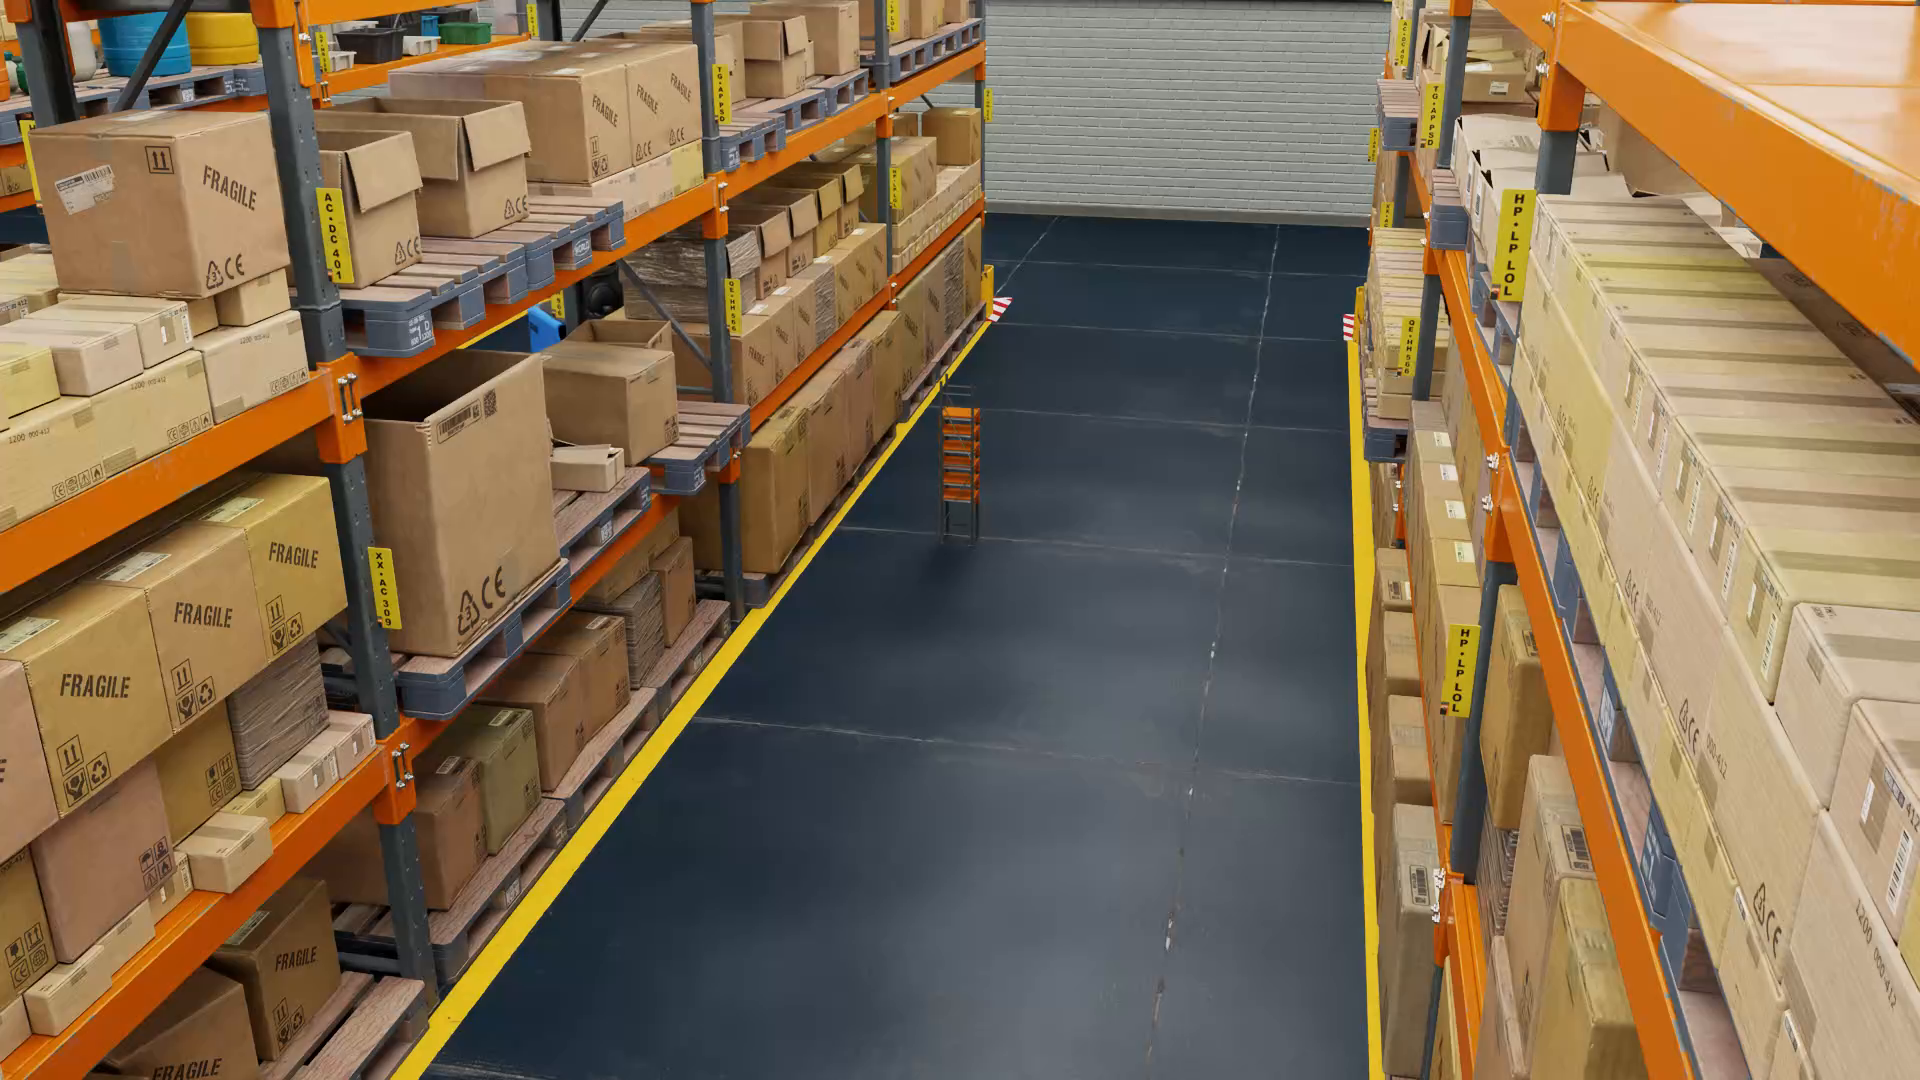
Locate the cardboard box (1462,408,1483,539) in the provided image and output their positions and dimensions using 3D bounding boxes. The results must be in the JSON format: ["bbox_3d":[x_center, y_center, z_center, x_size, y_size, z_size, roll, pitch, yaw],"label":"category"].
[{"bbox_3d":[2.551,-0.290,7.087,0.700,0.500,0.500,4,22,10],"label":"cardboard box"}]

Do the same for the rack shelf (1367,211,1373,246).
[{"bbox_3d":[4.185,-2.364,14.671,1.077,0.370,4.000,4,22,11],"label":"rack shelf"}]

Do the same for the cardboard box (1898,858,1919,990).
[{"bbox_3d":[1.064,0.388,1.434,0.380,0.149,0.250,5,22,11],"label":"cardboard box"}]

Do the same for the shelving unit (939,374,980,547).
[{"bbox_3d":[-0.003,-0.551,11.616,0.258,1.200,0.189,4,22,11],"label":"shelving unit"}]

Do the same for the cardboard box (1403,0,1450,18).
[{"bbox_3d":[3.811,-4.315,13.535,0.380,0.149,0.250,4,22,11],"label":"cardboard box"}]

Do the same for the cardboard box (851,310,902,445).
[{"bbox_3d":[-1.169,-1.355,13.484,1.225,0.875,0.875,5,22,11],"label":"cardboard box"}]

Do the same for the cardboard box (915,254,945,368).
[{"bbox_3d":[-0.662,-2.155,15.471,0.875,0.875,0.875,4,22,11],"label":"cardboard box"}]

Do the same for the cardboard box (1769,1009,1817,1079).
[{"bbox_3d":[1.116,0.667,1.808,0.380,0.149,0.250,5,22,11],"label":"cardboard box"}]

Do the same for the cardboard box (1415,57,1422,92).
[{"bbox_3d":[3.391,-3.205,11.339,0.500,0.311,0.500,4,22,10],"label":"cardboard box"}]

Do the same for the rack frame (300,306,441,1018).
[{"bbox_3d":[-2.691,0.545,6.486,1.000,3.000,0.127,4,22,11],"label":"rack frame"}]

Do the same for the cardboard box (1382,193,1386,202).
[{"bbox_3d":[3.706,-2.539,13.610,0.500,0.500,0.500,4,22,9],"label":"cardboard box"}]

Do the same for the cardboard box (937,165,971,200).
[{"bbox_3d":[-0.185,-3.530,16.405,0.500,0.250,0.500,4,22,10],"label":"cardboard box"}]

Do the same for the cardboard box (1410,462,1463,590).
[{"bbox_3d":[2.400,-0.035,7.793,0.500,0.500,0.500,4,22,11],"label":"cardboard box"}]

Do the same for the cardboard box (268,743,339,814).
[{"bbox_3d":[-2.507,0.853,6.057,0.380,0.149,0.250,4,22,11],"label":"cardboard box"}]

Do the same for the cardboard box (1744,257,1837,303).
[{"bbox_3d":[2.295,-0.542,4.275,0.500,0.250,0.500,4,22,10],"label":"cardboard box"}]

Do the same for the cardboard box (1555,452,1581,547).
[{"bbox_3d":[1.531,-0.077,3.655,0.380,0.149,0.250,4,22,10],"label":"cardboard box"}]

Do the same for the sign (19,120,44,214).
[{"bbox_3d":[-3.235,-1.310,5.858,0.100,0.325,0.005,4,22,11],"label":"sign"}]

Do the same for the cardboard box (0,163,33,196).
[{"bbox_3d":[-10.077,-3.906,17.403,0.500,0.500,0.500,4,22,10],"label":"cardboard box"}]

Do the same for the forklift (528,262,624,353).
[{"bbox_3d":[-2.416,-1.957,12.790,1.130,2.935,3.031,-13,25,-29],"label":"forklift"}]

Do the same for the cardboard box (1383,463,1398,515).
[{"bbox_3d":[2.936,-0.342,10.468,0.500,0.250,0.500,5,22,12],"label":"cardboard box"}]

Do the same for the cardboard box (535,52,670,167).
[{"bbox_3d":[-1.821,-2.206,8.498,0.500,0.500,0.500,4,22,11],"label":"cardboard box"}]

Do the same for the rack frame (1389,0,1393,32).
[{"bbox_3d":[4.593,-6.212,15.232,1.000,3.000,0.127,4,22,11],"label":"rack frame"}]

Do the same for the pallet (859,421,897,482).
[{"bbox_3d":[-1.142,-0.800,13.557,1.003,0.211,1.213,4,22,11],"label":"pallet"}]

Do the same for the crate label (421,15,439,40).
[{"bbox_3d":[-5.596,-5.231,17.012,0.408,0.251,0.502,4,22,11],"label":"crate label"}]

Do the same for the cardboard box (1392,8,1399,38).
[{"bbox_3d":[4.029,-4.467,14.447,0.500,0.250,0.500,5,22,12],"label":"cardboard box"}]

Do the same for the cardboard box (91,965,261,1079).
[{"bbox_3d":[-2.921,1.863,5.998,0.500,0.500,0.500,12,25,28],"label":"cardboard box"}]

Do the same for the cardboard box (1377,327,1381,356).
[{"bbox_3d":[2.771,-1.221,10.245,0.380,0.149,0.250,5,22,11],"label":"cardboard box"}]

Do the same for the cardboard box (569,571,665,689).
[{"bbox_3d":[-2.092,0.487,9.385,0.700,0.500,0.500,3,22,6],"label":"cardboard box"}]

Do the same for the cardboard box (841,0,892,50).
[{"bbox_3d":[-0.958,-4.351,13.797,0.700,0.500,0.500,3,22,8],"label":"cardboard box"}]

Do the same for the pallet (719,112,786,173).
[{"bbox_3d":[-1.795,-2.462,10.188,1.213,0.211,1.003,6,23,13],"label":"pallet"}]

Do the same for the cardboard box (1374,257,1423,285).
[{"bbox_3d":[3.035,-1.831,11.362,0.380,0.149,0.250,4,22,10],"label":"cardboard box"}]

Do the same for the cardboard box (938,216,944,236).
[{"bbox_3d":[-0.356,-2.918,15.419,0.380,0.149,0.250,4,22,9],"label":"cardboard box"}]

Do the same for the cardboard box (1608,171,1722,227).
[{"bbox_3d":[2.733,-1.279,6.482,0.396,0.266,0.258,4,22,11],"label":"cardboard box"}]

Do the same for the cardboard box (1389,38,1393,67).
[{"bbox_3d":[4.139,-4.414,14.984,0.500,0.250,0.500,5,23,13],"label":"cardboard box"}]

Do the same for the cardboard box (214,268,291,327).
[{"bbox_3d":[-2.474,-0.821,5.530,0.380,0.149,0.250,5,23,13],"label":"cardboard box"}]

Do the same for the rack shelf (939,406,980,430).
[{"bbox_3d":[-0.003,-0.844,11.498,0.258,0.103,0.180,4,22,11],"label":"rack shelf"}]

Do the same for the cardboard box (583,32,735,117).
[{"bbox_3d":[-1.821,-2.781,10.028,0.797,0.503,0.637,6,23,14],"label":"cardboard box"}]

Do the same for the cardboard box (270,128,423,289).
[{"bbox_3d":[-2.498,-1.254,6.236,0.797,0.503,0.637,3,22,8],"label":"cardboard box"}]

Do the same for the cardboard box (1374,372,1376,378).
[{"bbox_3d":[3.608,-1.361,13.675,0.380,0.149,0.250,5,22,12],"label":"cardboard box"}]

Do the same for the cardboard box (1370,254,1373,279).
[{"bbox_3d":[3.195,-1.978,12.127,0.380,0.149,0.250,4,22,10],"label":"cardboard box"}]

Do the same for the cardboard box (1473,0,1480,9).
[{"bbox_3d":[4.429,-4.367,13.663,0.380,0.149,0.250,4,22,9],"label":"cardboard box"}]

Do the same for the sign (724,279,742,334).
[{"bbox_3d":[-1.341,-1.381,9.823,0.100,0.325,0.005,4,22,11],"label":"sign"}]

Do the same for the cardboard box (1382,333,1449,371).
[{"bbox_3d":[2.612,-1.072,9.477,0.380,0.149,0.250,4,22,9],"label":"cardboard box"}]

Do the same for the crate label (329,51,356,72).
[{"bbox_3d":[-5.524,-4.185,14.567,0.293,0.136,0.466,4,22,11],"label":"crate label"}]

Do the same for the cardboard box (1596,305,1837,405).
[{"bbox_3d":[1.479,-0.354,3.274,0.380,0.149,0.250,4,22,11],"label":"cardboard box"}]

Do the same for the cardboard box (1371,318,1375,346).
[{"bbox_3d":[2.930,-1.366,11.003,0.380,0.149,0.250,3,22,8],"label":"cardboard box"}]

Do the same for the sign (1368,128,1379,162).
[{"bbox_3d":[4.062,-3.872,16.294,0.100,0.325,0.005,4,22,11],"label":"sign"}]

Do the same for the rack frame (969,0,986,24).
[{"bbox_3d":[-0.242,-6.627,16.263,1.000,3.000,0.127,4,22,11],"label":"rack frame"}]

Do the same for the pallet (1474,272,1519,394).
[{"bbox_3d":[2.283,-0.682,5.773,0.805,0.209,1.217,4,22,9],"label":"pallet"}]

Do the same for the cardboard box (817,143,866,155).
[{"bbox_3d":[-1.120,-3.169,14.506,0.500,0.500,0.500,5,22,11],"label":"cardboard box"}]

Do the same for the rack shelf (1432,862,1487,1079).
[{"bbox_3d":[1.736,2.025,3.774,1.077,0.370,4.000,4,22,11],"label":"rack shelf"}]

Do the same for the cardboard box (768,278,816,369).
[{"bbox_3d":[-1.305,-1.498,11.424,0.500,0.500,0.500,4,22,10],"label":"cardboard box"}]

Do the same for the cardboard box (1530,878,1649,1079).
[{"bbox_3d":[1.692,1.113,3.429,0.875,0.550,0.500,4,22,11],"label":"cardboard box"}]

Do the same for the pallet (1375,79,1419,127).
[{"bbox_3d":[3.546,-3.053,11.655,1.213,0.211,1.003,4,22,11],"label":"pallet"}]

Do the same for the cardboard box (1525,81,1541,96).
[{"bbox_3d":[3.432,-2.313,9.433,0.500,0.500,0.500,4,22,11],"label":"cardboard box"}]

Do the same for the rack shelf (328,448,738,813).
[{"bbox_3d":[-2.283,0.147,8.437,1.077,0.370,4.000,4,22,11],"label":"rack shelf"}]

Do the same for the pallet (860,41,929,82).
[{"bbox_3d":[-0.881,-4.030,13.948,1.003,0.211,1.213,4,22,11],"label":"pallet"}]

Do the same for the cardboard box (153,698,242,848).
[{"bbox_3d":[-2.980,0.700,5.568,0.875,0.500,0.500,4,22,11],"label":"cardboard box"}]
